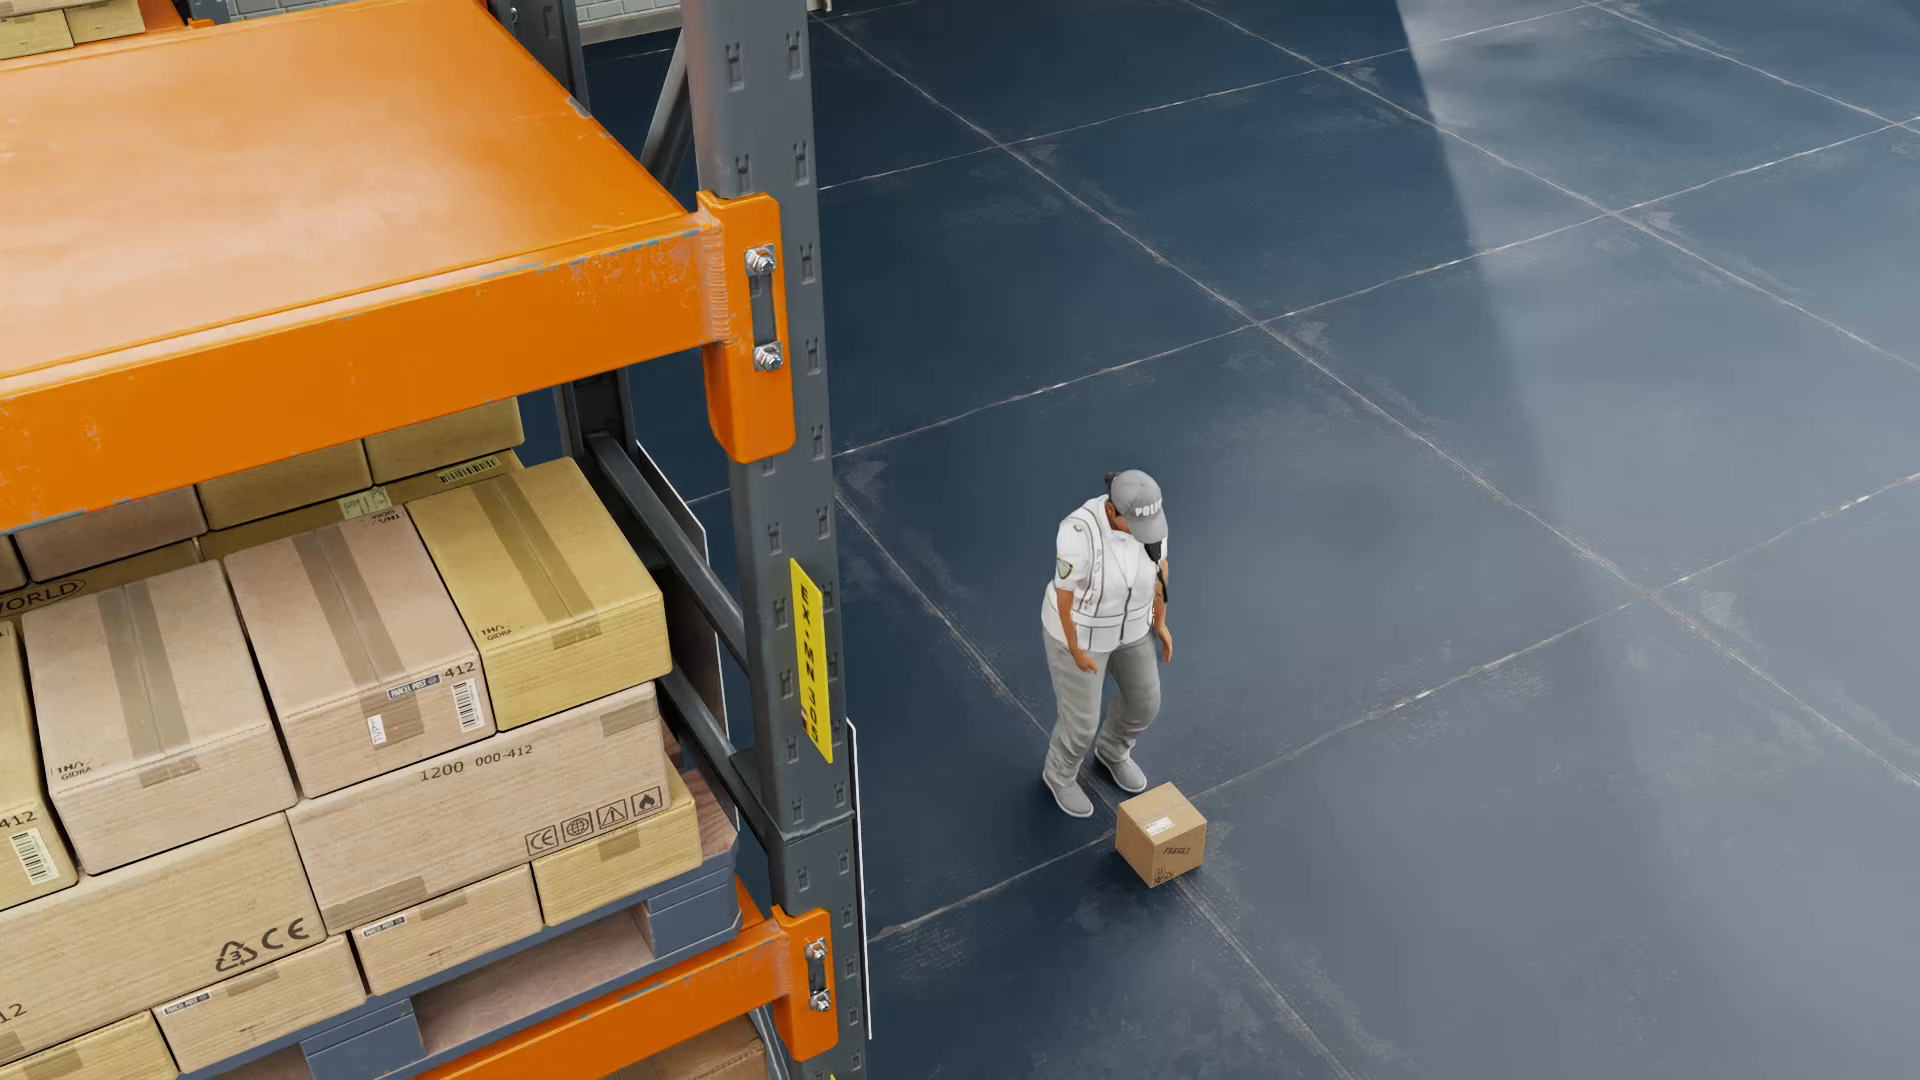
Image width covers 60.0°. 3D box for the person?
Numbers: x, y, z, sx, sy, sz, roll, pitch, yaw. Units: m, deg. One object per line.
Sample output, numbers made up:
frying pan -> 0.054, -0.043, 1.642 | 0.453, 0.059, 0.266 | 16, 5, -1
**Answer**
person -> 0.585, 0.366, 6.488 | 0.496, 1.620, 0.479 | -18, 41, -23
